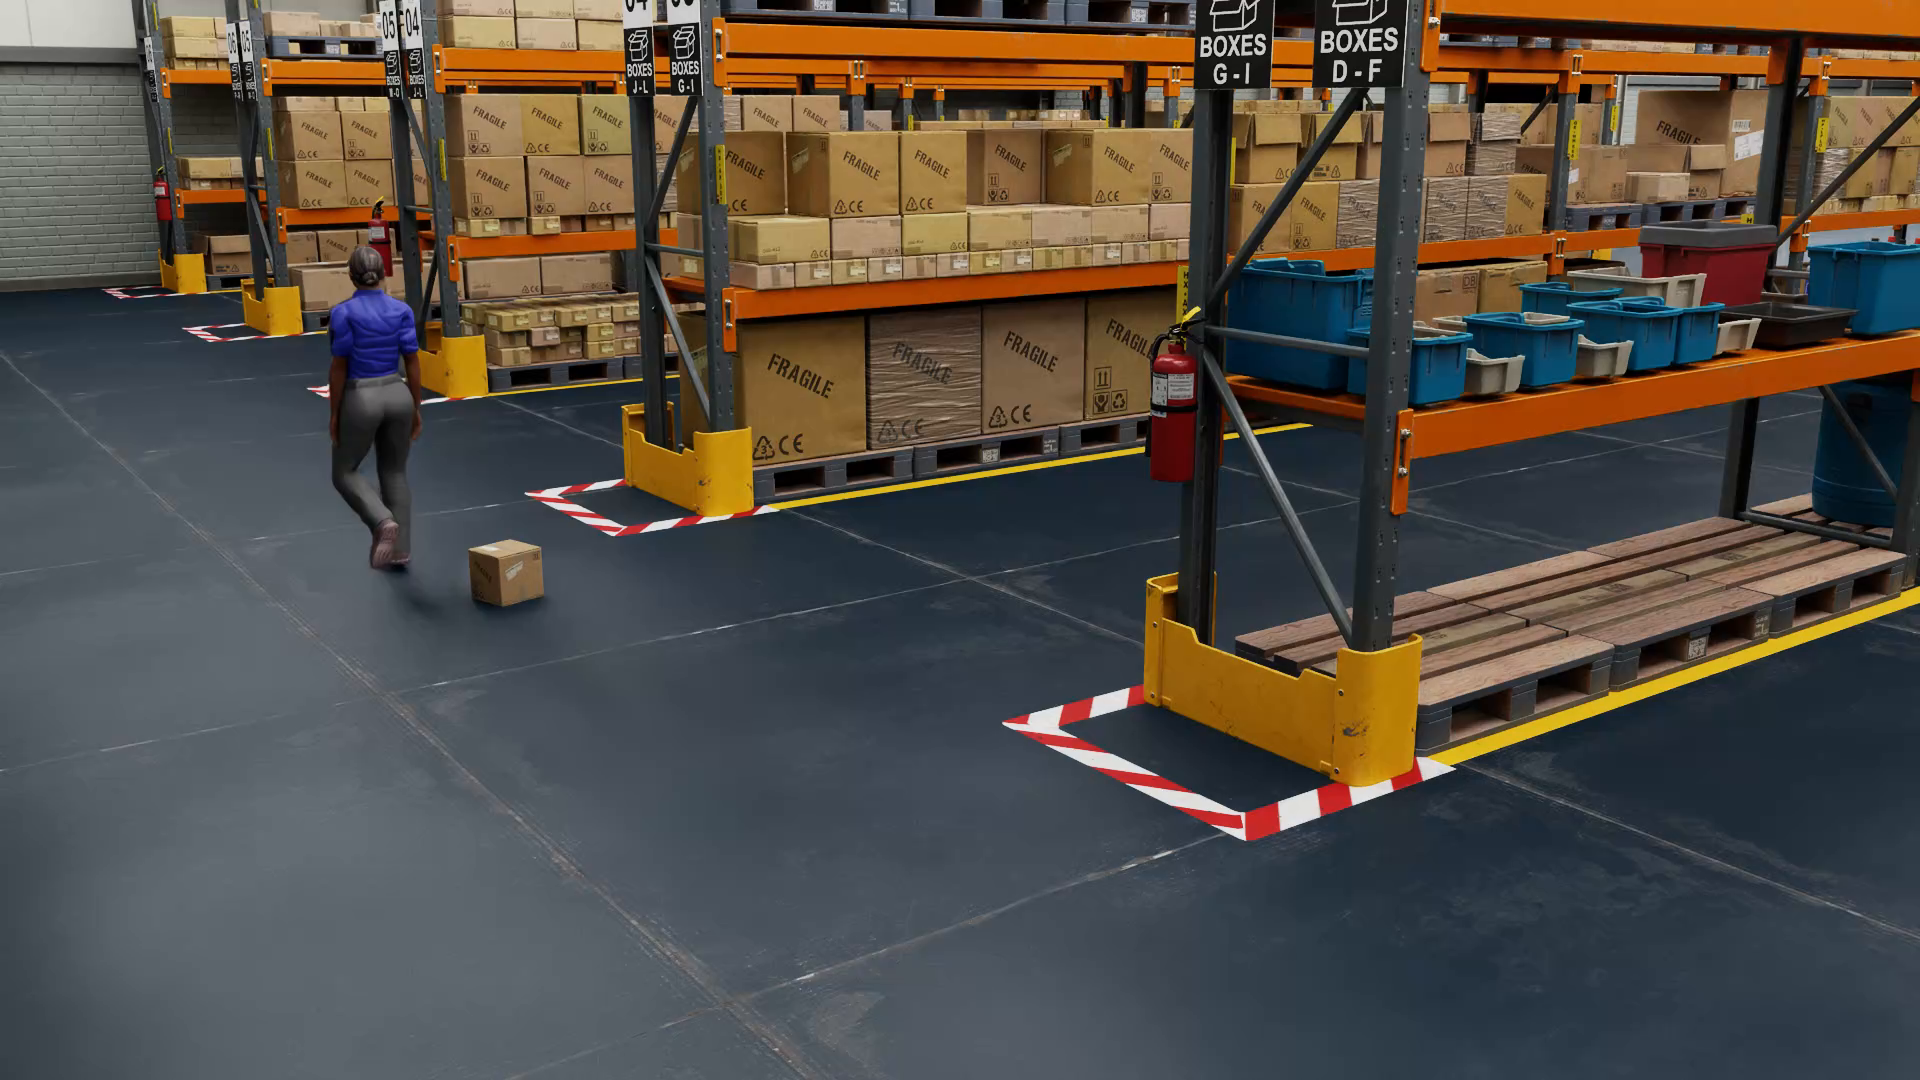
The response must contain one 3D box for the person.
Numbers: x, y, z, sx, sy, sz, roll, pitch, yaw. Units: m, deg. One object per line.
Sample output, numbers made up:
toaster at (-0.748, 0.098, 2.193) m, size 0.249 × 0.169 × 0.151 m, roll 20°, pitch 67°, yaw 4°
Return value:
person at (-2.955, -0.638, 8.447) m, size 0.461 × 1.606 × 0.505 m, roll -12°, pitch 19°, yaw -39°
